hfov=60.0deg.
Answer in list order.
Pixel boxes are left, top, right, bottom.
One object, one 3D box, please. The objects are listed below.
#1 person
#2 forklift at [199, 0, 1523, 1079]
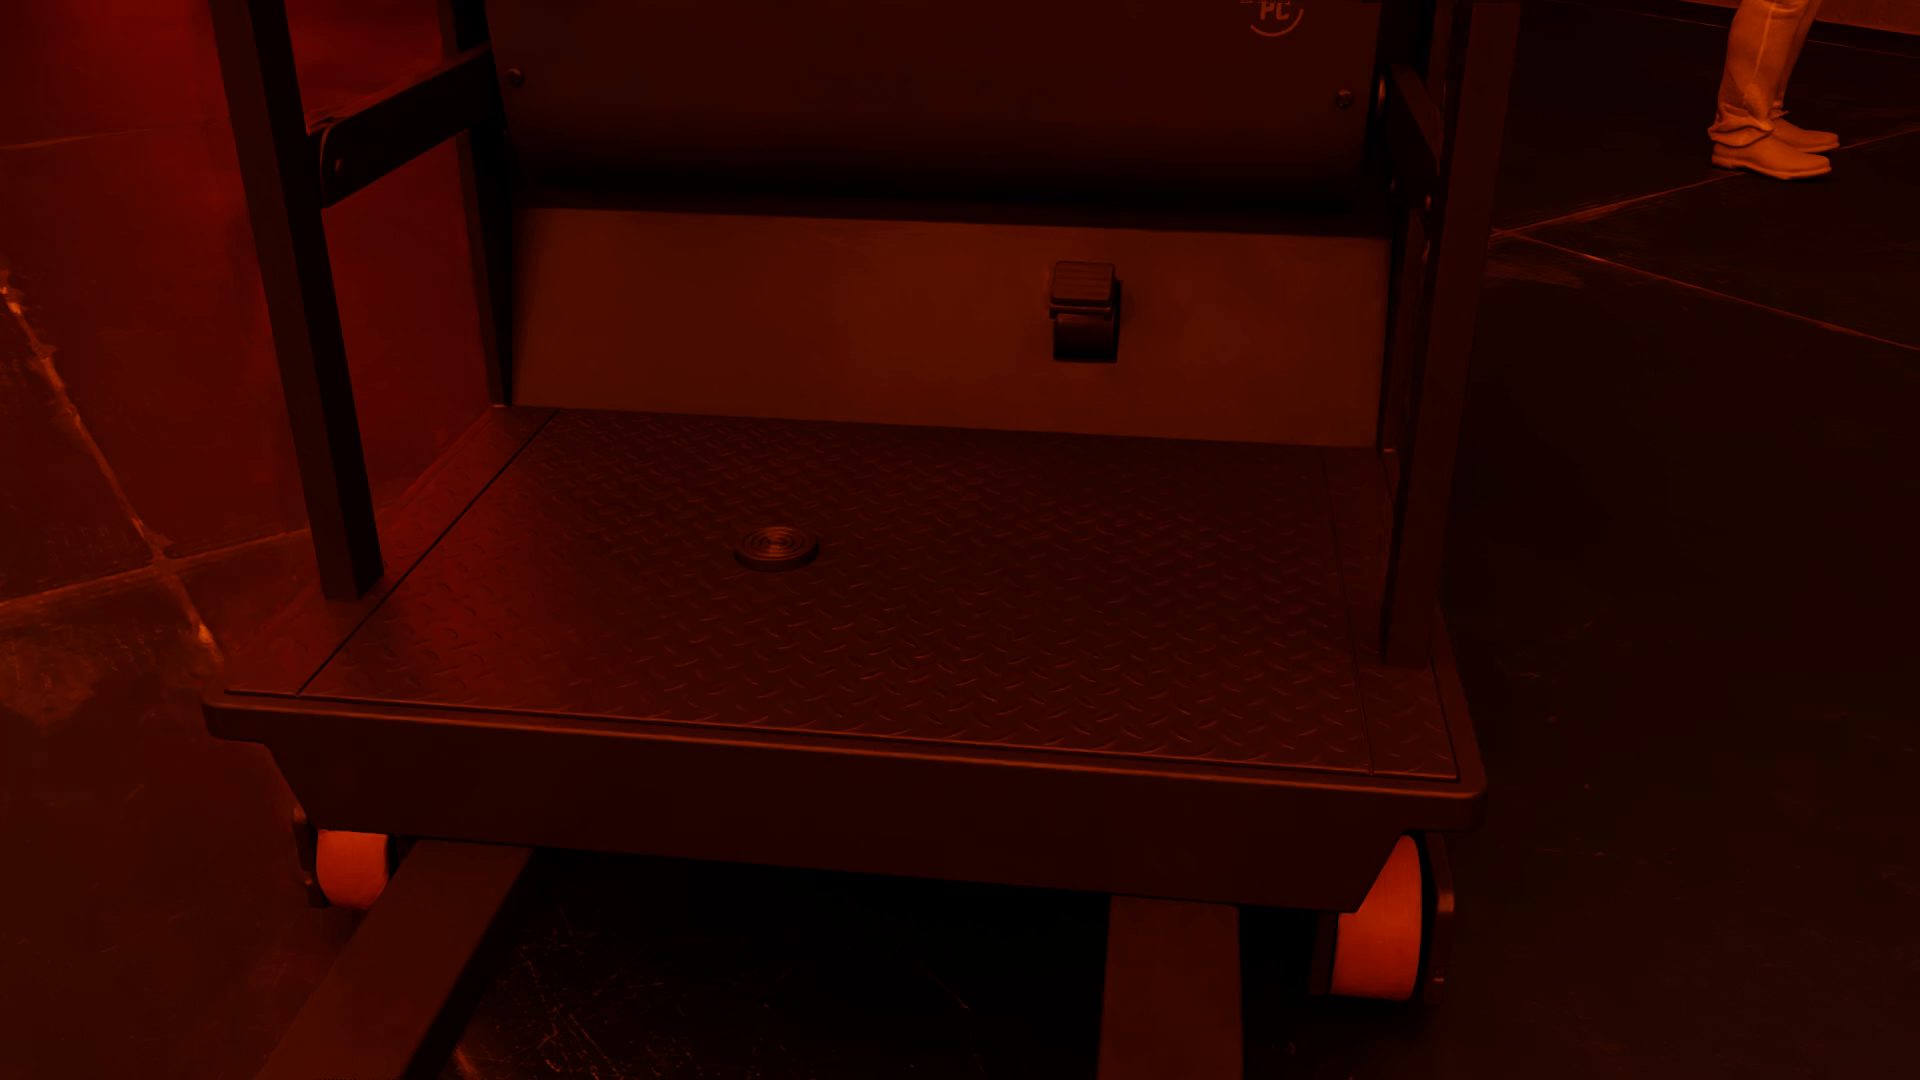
[{"bbox_3d":[2.228,-1.845,4.208,0.379,1.771,0.594,17,31,30],"label":"person"},{"bbox_3d":[-0.061,-1.032,1.288,1.130,2.935,3.031,3,27,7],"label":"forklift"}]
